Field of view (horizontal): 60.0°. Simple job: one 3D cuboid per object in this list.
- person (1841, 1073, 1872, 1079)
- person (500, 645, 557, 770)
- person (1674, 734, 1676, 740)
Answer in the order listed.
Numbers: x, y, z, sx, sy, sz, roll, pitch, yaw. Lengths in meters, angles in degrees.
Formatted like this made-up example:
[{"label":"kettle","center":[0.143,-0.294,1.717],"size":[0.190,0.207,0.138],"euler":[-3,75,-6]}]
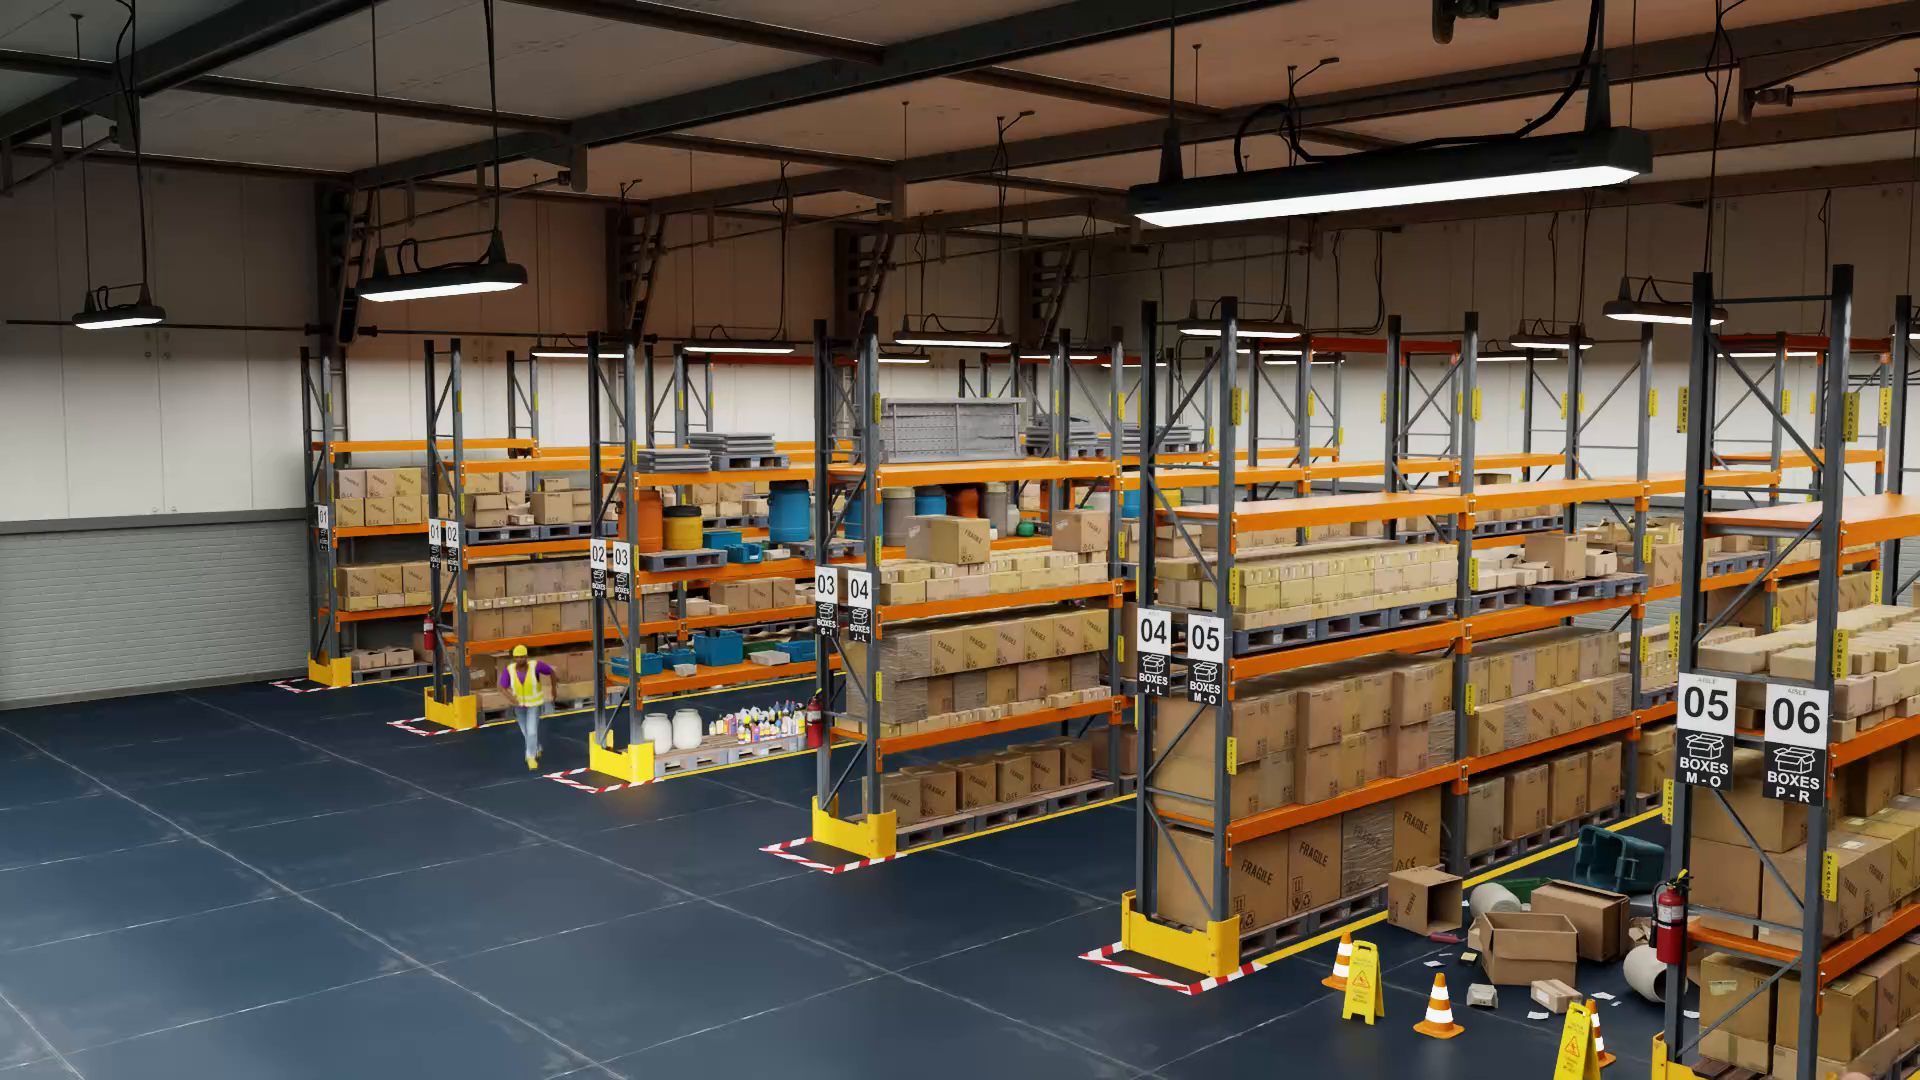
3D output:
[{"label":"person","center":[4.688,3.561,8.708],"size":[0.752,1.670,0.637],"euler":[-5,7,-44]},{"label":"person","center":[-5.974,2.291,23.045],"size":[0.693,1.745,0.794],"euler":[1,5,8]},{"label":"person","center":[8.696,2.612,19.389],"size":[0.692,1.712,0.747],"euler":[4,7,40]}]
